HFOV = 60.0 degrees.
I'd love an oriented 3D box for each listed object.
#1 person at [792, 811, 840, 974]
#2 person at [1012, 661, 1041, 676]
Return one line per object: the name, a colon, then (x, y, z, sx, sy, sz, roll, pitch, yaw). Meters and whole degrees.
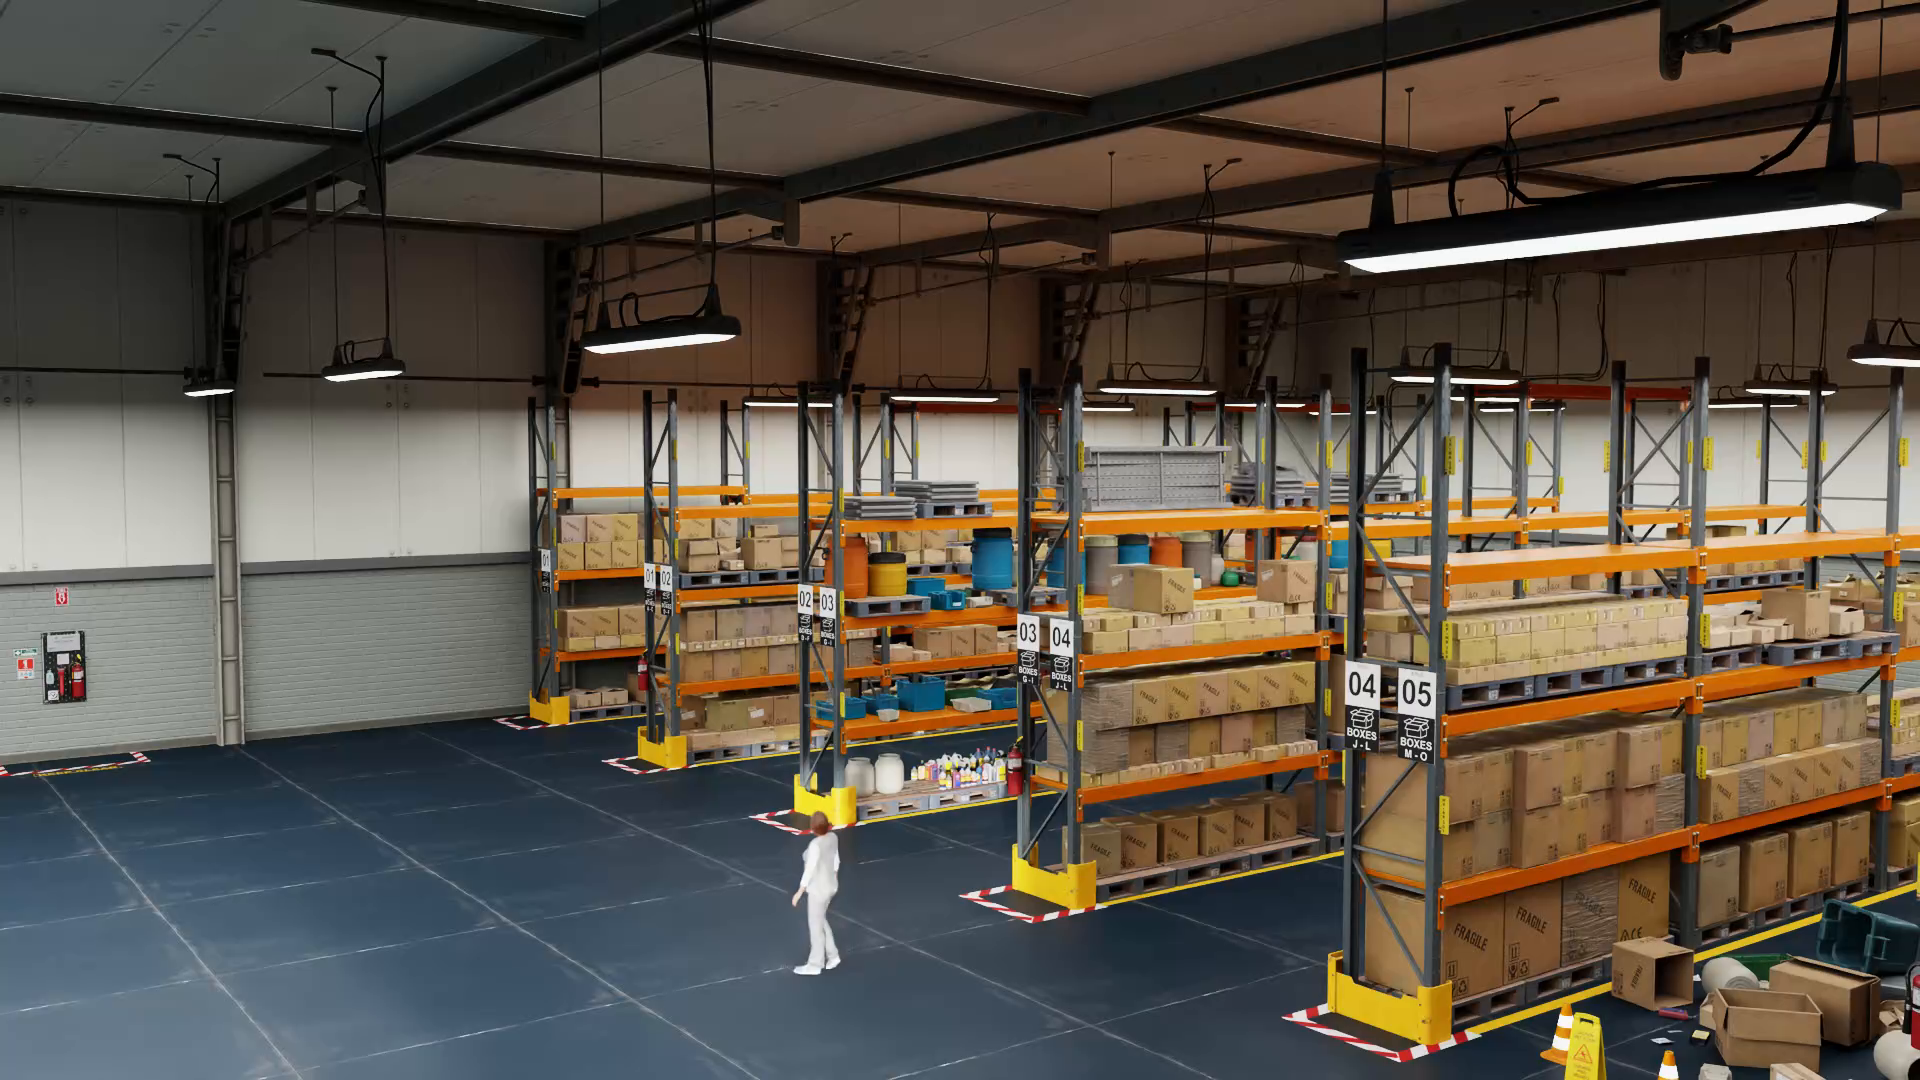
person: (-1.391, 3.418, 16.137, 0.397, 1.617, 0.493, 1, 4, 19)
person: (1.413, 2.088, 34.753, 1.006, 1.671, 0.581, -2, 4, -28)
